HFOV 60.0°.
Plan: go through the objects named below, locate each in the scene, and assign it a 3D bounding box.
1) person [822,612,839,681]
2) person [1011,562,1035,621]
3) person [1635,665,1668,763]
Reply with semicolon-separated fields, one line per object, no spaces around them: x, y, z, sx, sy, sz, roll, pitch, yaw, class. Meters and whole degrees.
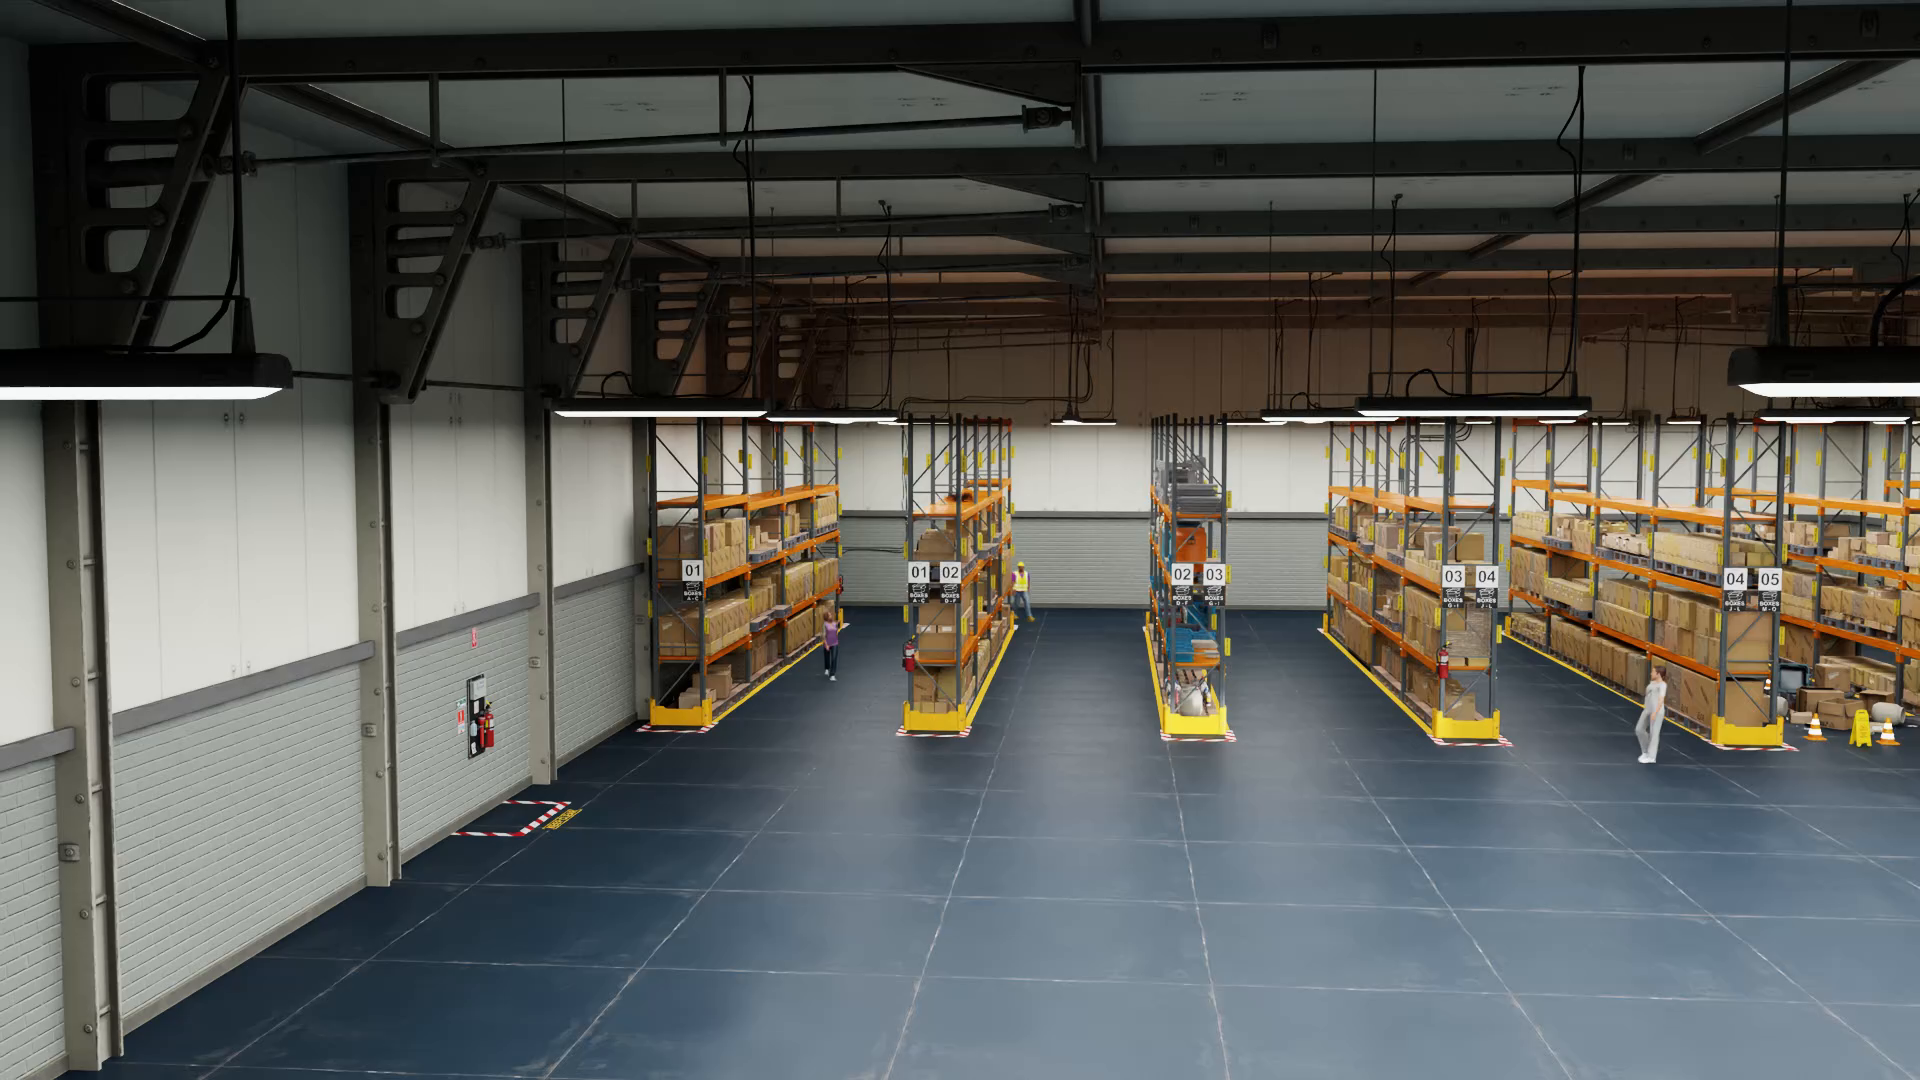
-2.951;2.396;37.852;0.389;1.526;0.847;0;4;-5;person
1.826;1.510;49.236;0.657;1.713;0.969;-2;4;-24;person
11.854;2.996;28.496;0.500;1.670;0.486;-2;4;-24;person
